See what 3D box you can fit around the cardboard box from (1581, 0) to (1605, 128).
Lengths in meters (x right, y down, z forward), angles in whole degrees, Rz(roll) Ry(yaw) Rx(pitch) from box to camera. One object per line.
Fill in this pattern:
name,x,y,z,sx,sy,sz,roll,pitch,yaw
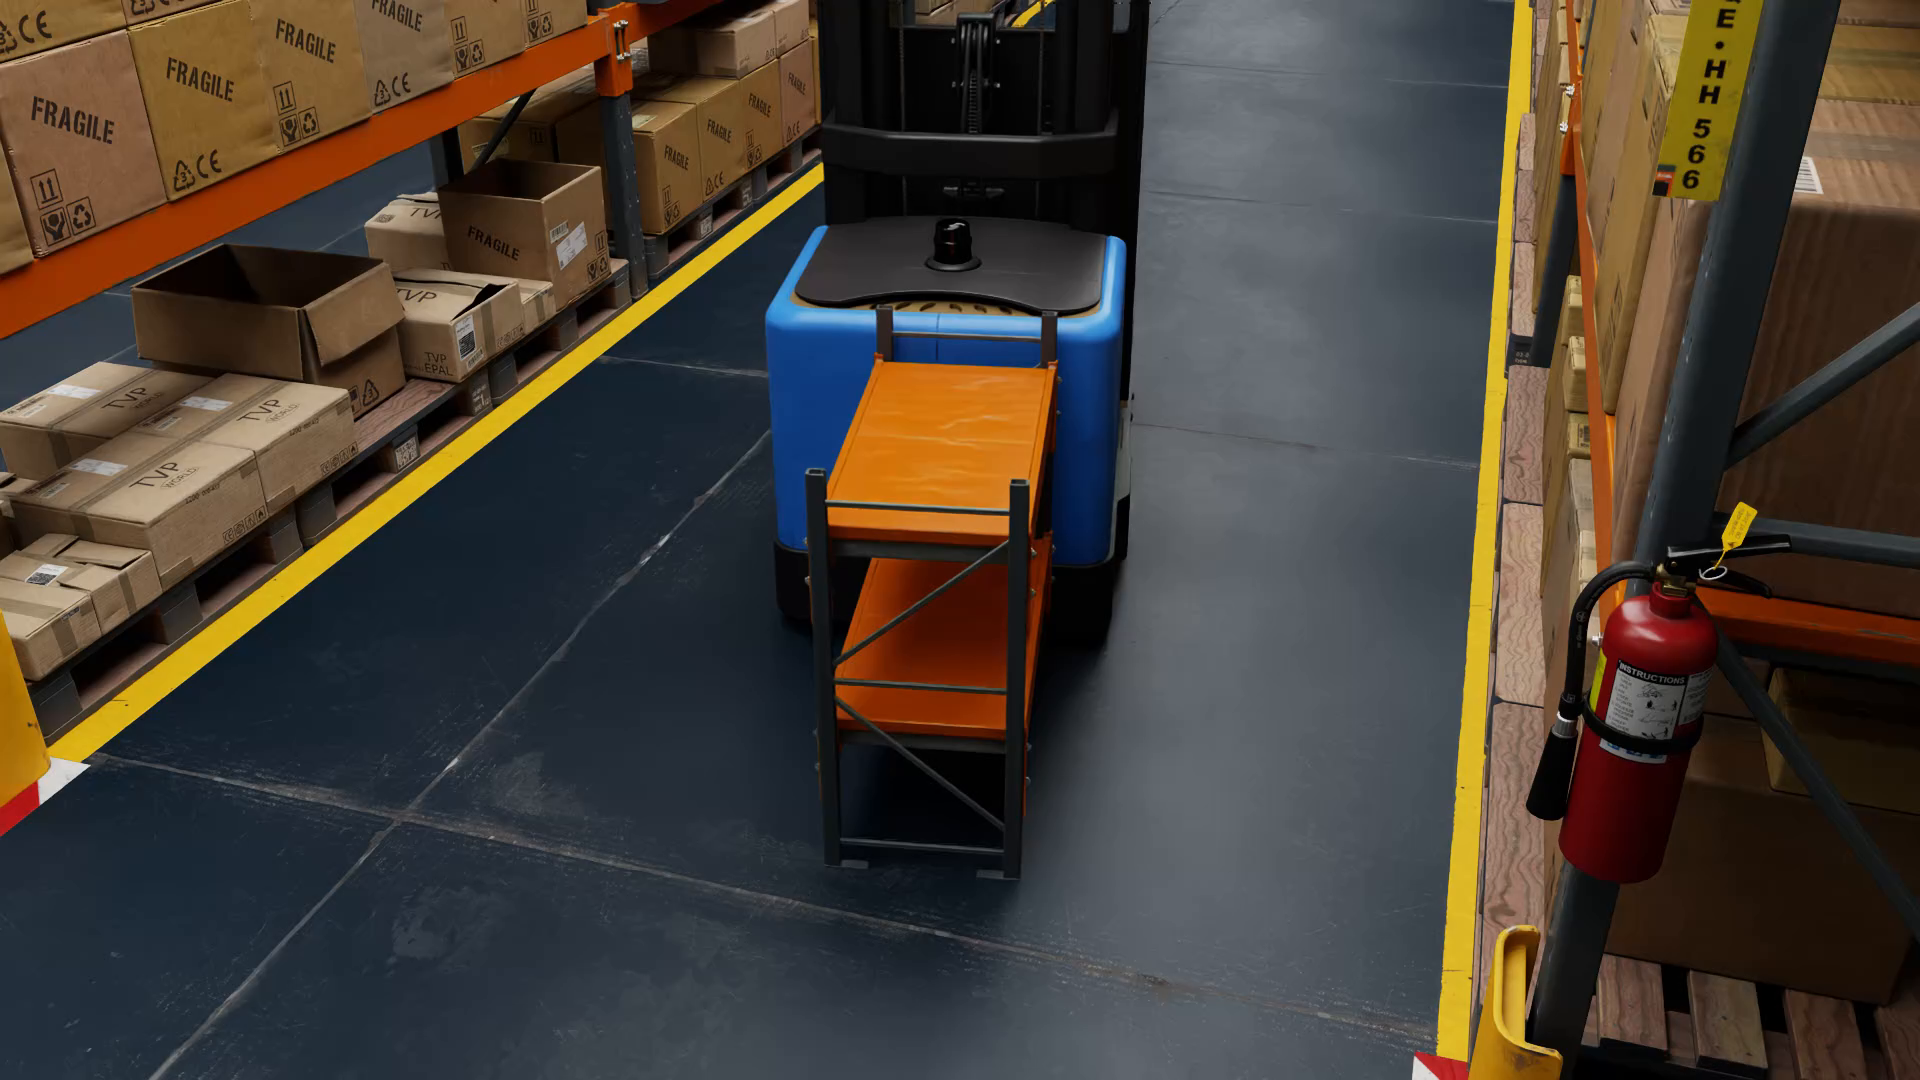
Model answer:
cardboard box,2.598,-1.698,5.408,0.980,0.700,0.700,9,30,16

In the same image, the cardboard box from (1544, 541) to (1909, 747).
cardboard box,1.855,0.379,4.123,0.700,0.500,0.500,8,30,15

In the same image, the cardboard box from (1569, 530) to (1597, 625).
cardboard box,1.646,0.123,3.915,0.380,0.149,0.250,9,30,16

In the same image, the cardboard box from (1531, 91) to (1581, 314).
cardboard box,2.839,-1.381,6.927,0.750,0.750,0.750,9,30,15

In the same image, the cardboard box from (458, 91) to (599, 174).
cardboard box,-2.093,-1.892,8.184,0.500,0.500,0.500,8,30,15

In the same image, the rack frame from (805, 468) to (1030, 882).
rack frame,-0.096,0.351,3.962,0.500,1.125,0.032,3,29,6

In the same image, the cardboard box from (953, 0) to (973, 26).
cardboard box,-0.208,-3.798,11.888,0.500,0.250,0.500,8,30,13

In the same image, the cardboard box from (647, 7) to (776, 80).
cardboard box,-1.295,-2.604,8.693,0.500,0.250,0.500,9,30,15

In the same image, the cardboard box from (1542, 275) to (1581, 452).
cardboard box,2.455,-0.575,5.837,0.700,0.500,0.500,9,30,16

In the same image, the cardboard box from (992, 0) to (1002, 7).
cardboard box,0.089,-4.278,12.752,0.500,0.250,0.500,9,30,16

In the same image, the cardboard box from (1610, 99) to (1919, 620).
cardboard box,1.739,-0.327,2.944,0.980,0.700,0.700,10,31,17

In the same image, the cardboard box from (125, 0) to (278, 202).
cardboard box,-2.459,-1.349,4.986,0.500,0.500,0.500,8,30,15

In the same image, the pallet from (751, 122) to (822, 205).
pallet,-1.405,-2.255,9.587,1.003,0.211,1.213,8,30,15

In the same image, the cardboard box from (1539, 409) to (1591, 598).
cardboard box,2.152,-0.104,4.990,0.700,0.500,0.500,9,30,16

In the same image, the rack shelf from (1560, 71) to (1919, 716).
rack shelf,2.186,-0.573,4.434,1.077,0.370,4.000,8,30,15

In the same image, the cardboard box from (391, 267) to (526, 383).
cardboard box,-2.080,-0.885,6.569,0.500,0.311,0.500,8,30,15

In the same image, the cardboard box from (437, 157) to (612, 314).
cardboard box,-1.860,-1.316,7.150,0.500,0.500,0.500,8,30,15

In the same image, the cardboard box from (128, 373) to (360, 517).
cardboard box,-2.414,-0.330,5.634,0.500,0.250,0.500,8,30,15

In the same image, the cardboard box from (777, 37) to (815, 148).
cardboard box,-1.140,-2.527,9.326,0.500,0.500,0.500,7,30,13

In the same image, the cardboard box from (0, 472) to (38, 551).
cardboard box,-3.009,-0.080,5.270,0.380,0.166,0.250,8,30,15

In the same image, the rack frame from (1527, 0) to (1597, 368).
rack frame,2.773,-1.817,5.930,1.000,3.000,0.127,8,30,15

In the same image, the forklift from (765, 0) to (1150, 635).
forklift,0.103,-1.680,5.756,1.130,2.935,3.031,3,29,6

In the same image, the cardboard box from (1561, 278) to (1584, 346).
cardboard box,2.180,-0.725,5.440,0.380,0.149,0.250,10,30,17

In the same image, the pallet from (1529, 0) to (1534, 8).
pallet,5.284,-4.633,13.861,1.003,0.211,1.213,8,30,15

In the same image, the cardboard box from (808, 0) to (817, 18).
cardboard box,-0.852,-3.313,9.968,0.500,0.250,0.500,10,31,17

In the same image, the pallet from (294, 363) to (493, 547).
pallet,-2.523,-0.415,6.280,1.003,0.211,1.213,8,30,15

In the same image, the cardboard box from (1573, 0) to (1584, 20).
cardboard box,2.793,-2.279,6.999,0.380,0.149,0.250,9,30,15

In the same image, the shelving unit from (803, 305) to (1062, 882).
shelving unit,-0.039,0.106,4.403,0.538,1.125,1.048,3,29,6

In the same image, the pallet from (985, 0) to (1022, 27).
pallet,-0.151,-4.104,12.911,1.003,0.211,1.213,8,30,15

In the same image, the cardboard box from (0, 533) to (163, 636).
cardboard box,-2.613,0.121,4.908,0.380,0.166,0.250,8,30,15

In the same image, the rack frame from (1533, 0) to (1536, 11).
rack frame,5.121,-5.534,12.613,1.000,3.000,0.127,8,30,15

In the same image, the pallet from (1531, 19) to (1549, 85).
pallet,4.538,-3.385,11.618,1.003,0.211,1.213,8,30,15

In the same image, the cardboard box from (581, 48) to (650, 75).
cardboard box,-1.792,-2.353,9.014,0.500,0.500,0.500,9,30,15

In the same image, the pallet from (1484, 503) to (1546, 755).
pallet,2.119,0.313,4.970,1.003,0.211,1.213,8,30,15

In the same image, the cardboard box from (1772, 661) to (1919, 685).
cardboard box,2.011,0.179,3.814,0.380,0.149,0.250,9,30,15

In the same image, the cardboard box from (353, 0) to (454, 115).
cardboard box,-2.164,-1.818,5.829,0.500,0.500,0.500,9,30,16

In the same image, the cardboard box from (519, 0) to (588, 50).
cardboard box,-1.865,-2.297,6.690,0.500,0.500,0.500,9,30,16

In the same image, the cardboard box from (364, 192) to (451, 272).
cardboard box,-2.294,-1.375,7.449,0.500,0.311,0.500,8,30,15

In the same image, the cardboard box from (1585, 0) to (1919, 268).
cardboard box,2.174,-1.020,4.189,0.980,0.700,0.700,7,30,12

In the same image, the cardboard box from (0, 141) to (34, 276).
cardboard box,-2.756,-0.875,4.135,0.500,0.500,0.500,9,30,16

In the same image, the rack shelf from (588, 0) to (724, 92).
rack shelf,-1.377,-3.137,9.043,1.077,0.370,4.000,8,30,15

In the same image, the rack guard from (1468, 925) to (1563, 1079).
rack guard,1.592,1.146,3.176,1.175,0.500,0.348,8,30,15

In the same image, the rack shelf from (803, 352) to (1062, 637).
rack shelf,-0.039,-0.150,4.261,0.538,0.278,1.000,3,29,6

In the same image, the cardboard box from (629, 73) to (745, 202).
cardboard box,-1.443,-2.061,8.488,0.500,0.500,0.500,9,30,16

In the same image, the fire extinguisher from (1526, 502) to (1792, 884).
fire extinguisher,1.113,0.243,2.690,0.296,0.674,0.183,8,30,15

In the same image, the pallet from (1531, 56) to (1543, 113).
pallet,4.178,-2.820,10.602,1.003,0.211,1.213,8,30,15

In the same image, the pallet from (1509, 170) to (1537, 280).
pallet,3.284,-1.536,8.294,1.003,0.211,1.213,8,30,15

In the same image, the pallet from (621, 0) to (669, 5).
pallet,-1.625,-2.794,7.884,1.003,0.211,1.213,8,30,15

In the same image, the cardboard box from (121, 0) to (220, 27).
cardboard box,-2.458,-1.788,4.747,0.500,0.500,0.500,9,30,16

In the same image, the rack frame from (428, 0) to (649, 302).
rack frame,-1.964,-2.522,7.198,1.000,3.000,0.127,8,30,15

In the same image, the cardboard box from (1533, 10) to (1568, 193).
cardboard box,3.342,-2.190,8.381,0.750,0.750,0.750,8,30,15
